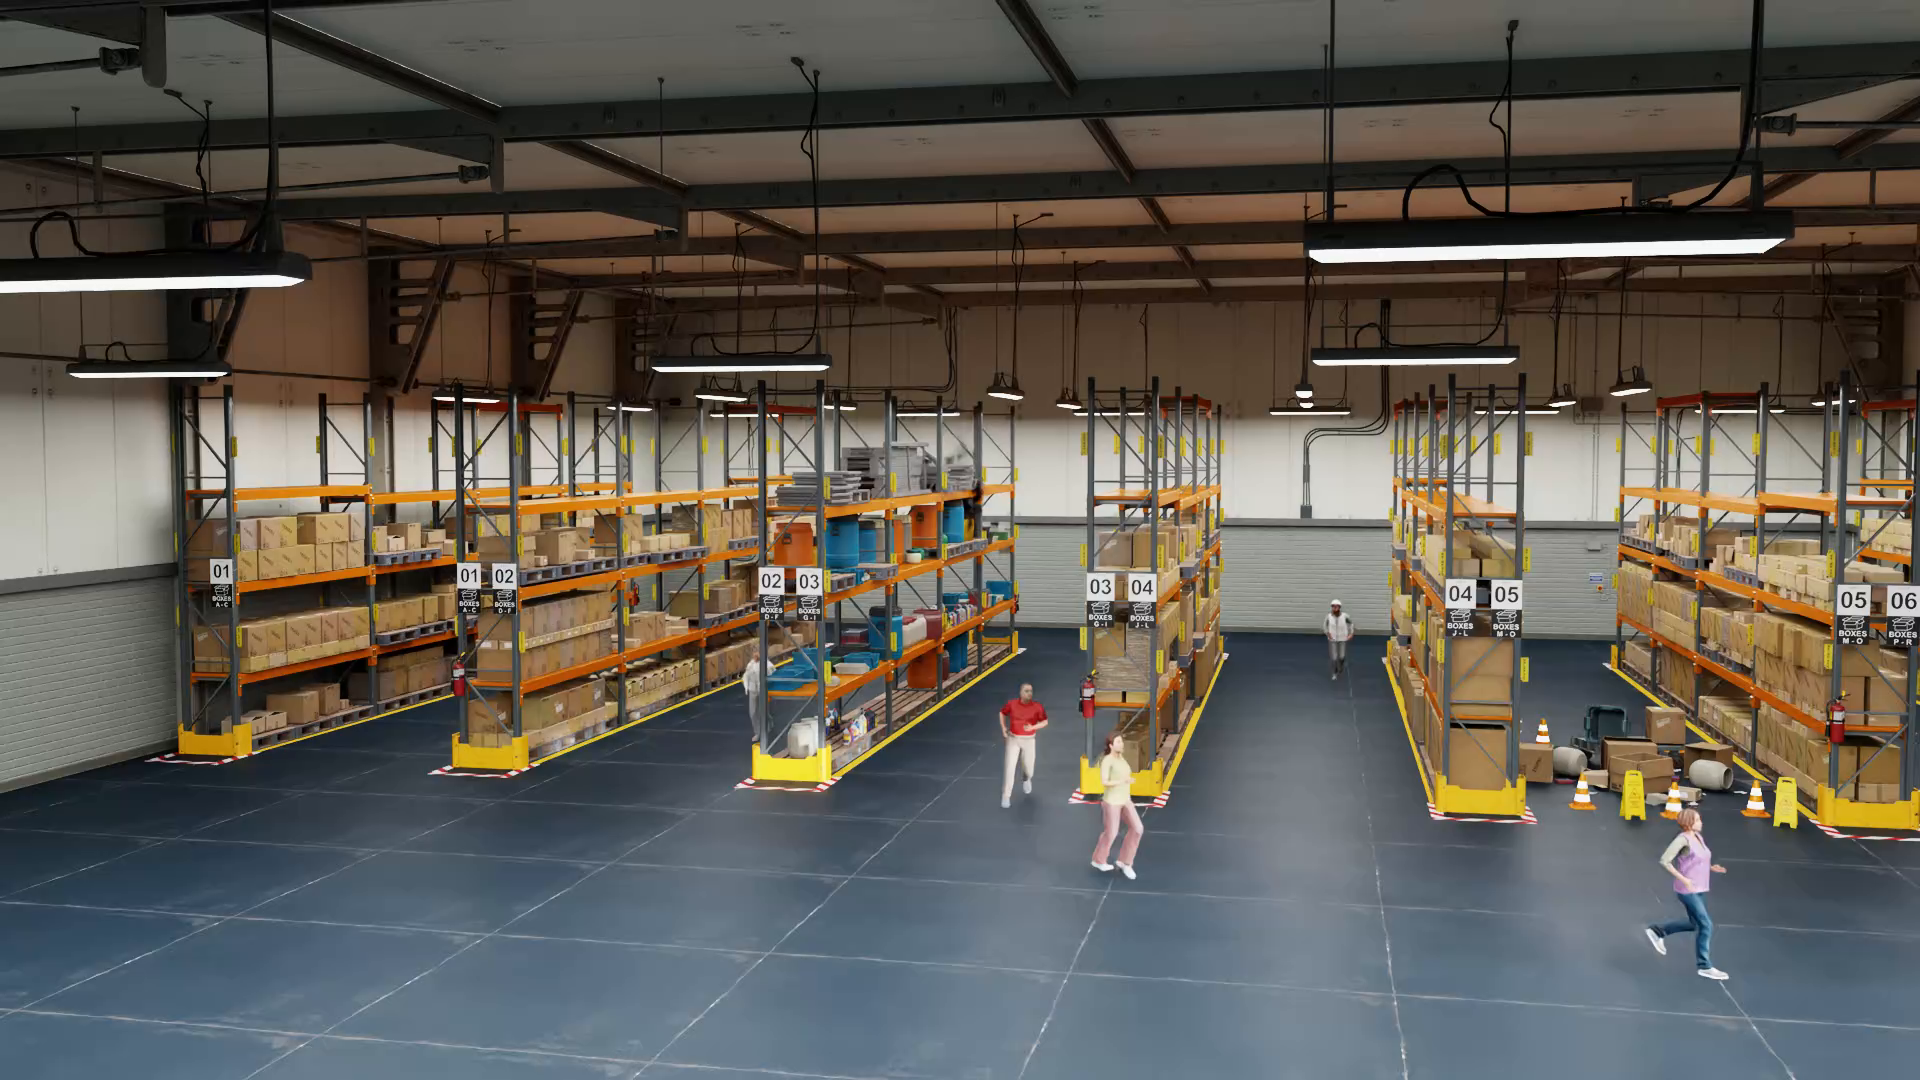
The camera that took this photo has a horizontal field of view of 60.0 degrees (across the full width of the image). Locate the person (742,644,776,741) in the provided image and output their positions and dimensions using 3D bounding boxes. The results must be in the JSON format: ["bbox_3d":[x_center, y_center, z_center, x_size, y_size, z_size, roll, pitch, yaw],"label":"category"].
[{"bbox_3d":[-3.414,2.590,28.420,0.652,1.654,0.532,1,3,13],"label":"person"}]

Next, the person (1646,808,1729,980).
[{"bbox_3d":[6.909,3.326,15.805,0.548,1.568,0.805,-3,5,-45],"label":"person"}]

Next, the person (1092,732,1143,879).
[{"bbox_3d":[1.821,3.084,19.355,0.670,1.705,0.558,3,4,44],"label":"person"}]

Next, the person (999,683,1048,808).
[{"bbox_3d":[0.895,2.872,23.467,0.691,1.705,0.844,0,3,0],"label":"person"}]

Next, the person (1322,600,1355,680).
[{"bbox_3d":[8.116,2.147,35.688,0.687,1.734,0.636,1,3,16],"label":"person"}]
